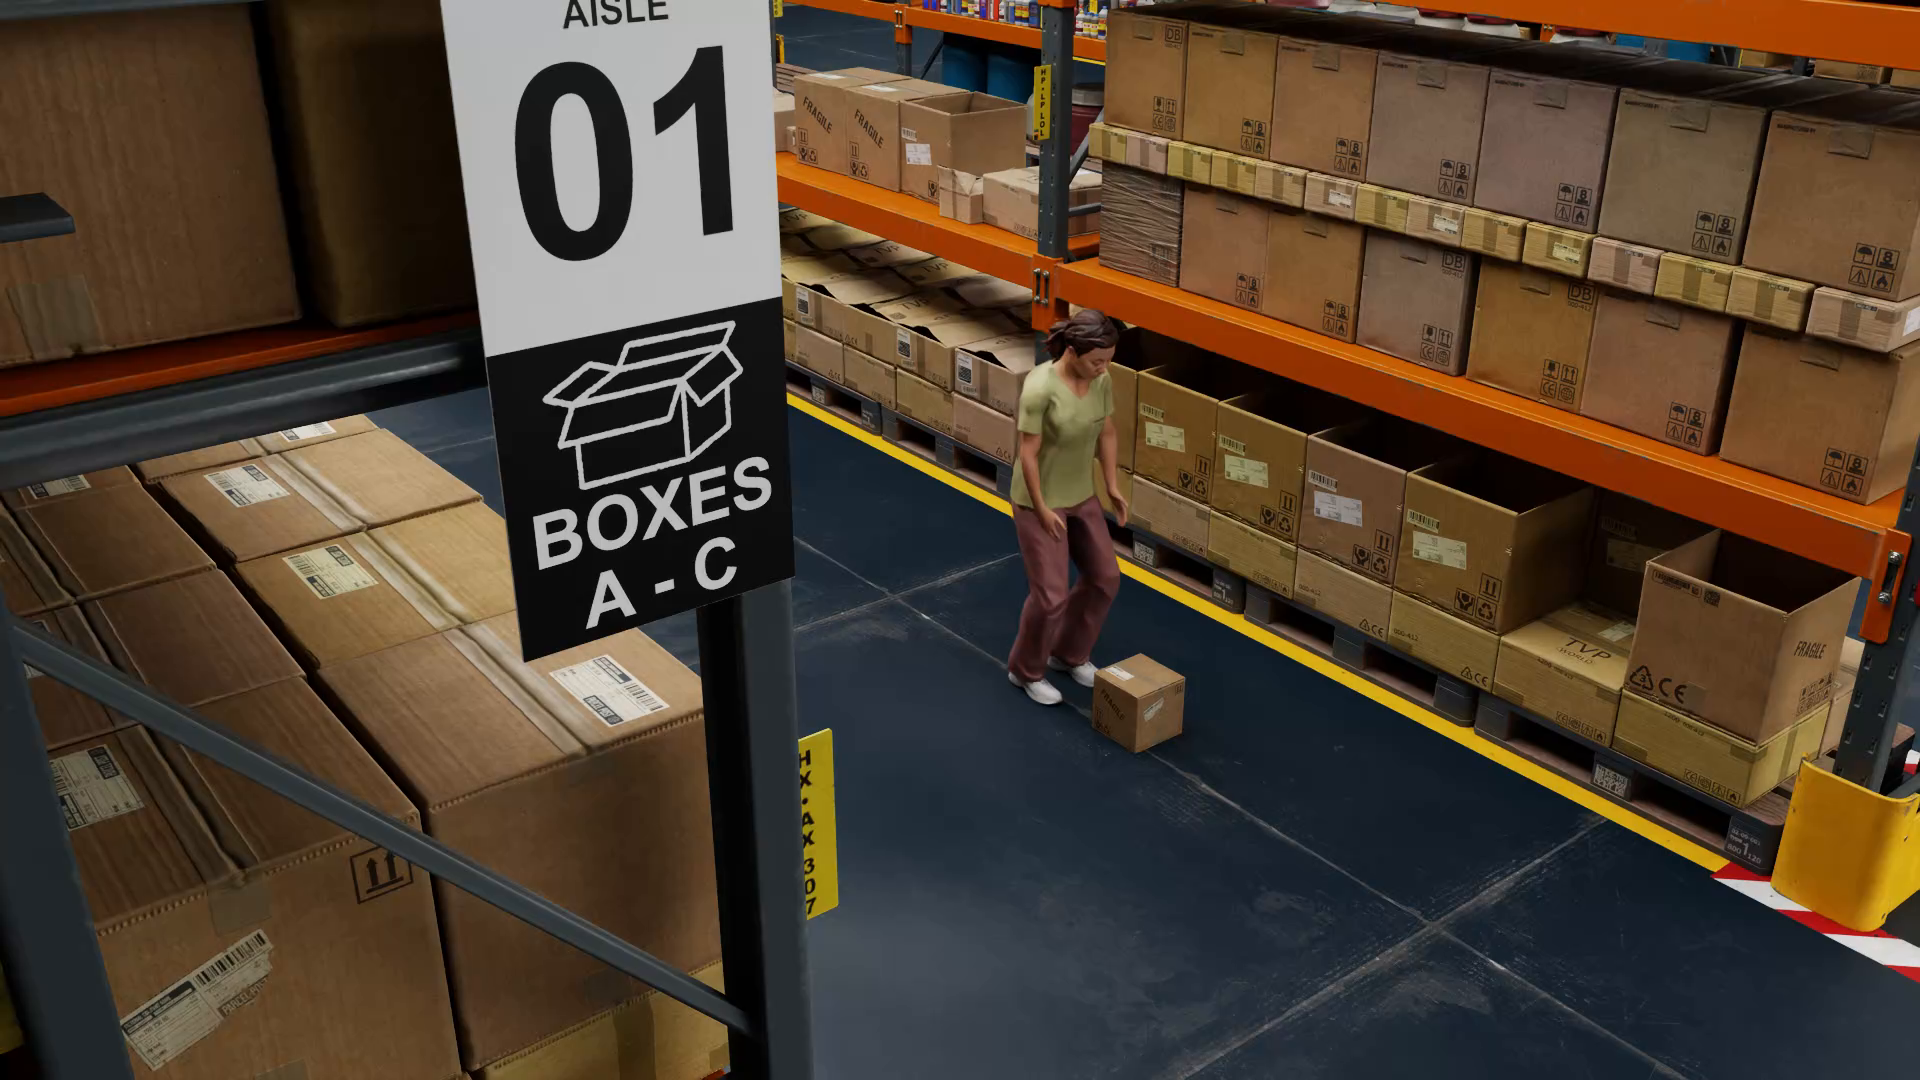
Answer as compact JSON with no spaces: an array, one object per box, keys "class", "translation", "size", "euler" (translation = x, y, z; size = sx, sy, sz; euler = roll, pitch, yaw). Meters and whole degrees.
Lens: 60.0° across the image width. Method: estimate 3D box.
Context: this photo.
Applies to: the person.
[{"class":"person","translation":[0.427,-0.045,6.548],"size":[0.474,1.398,0.406],"euler":[-18,30,-33]}]
